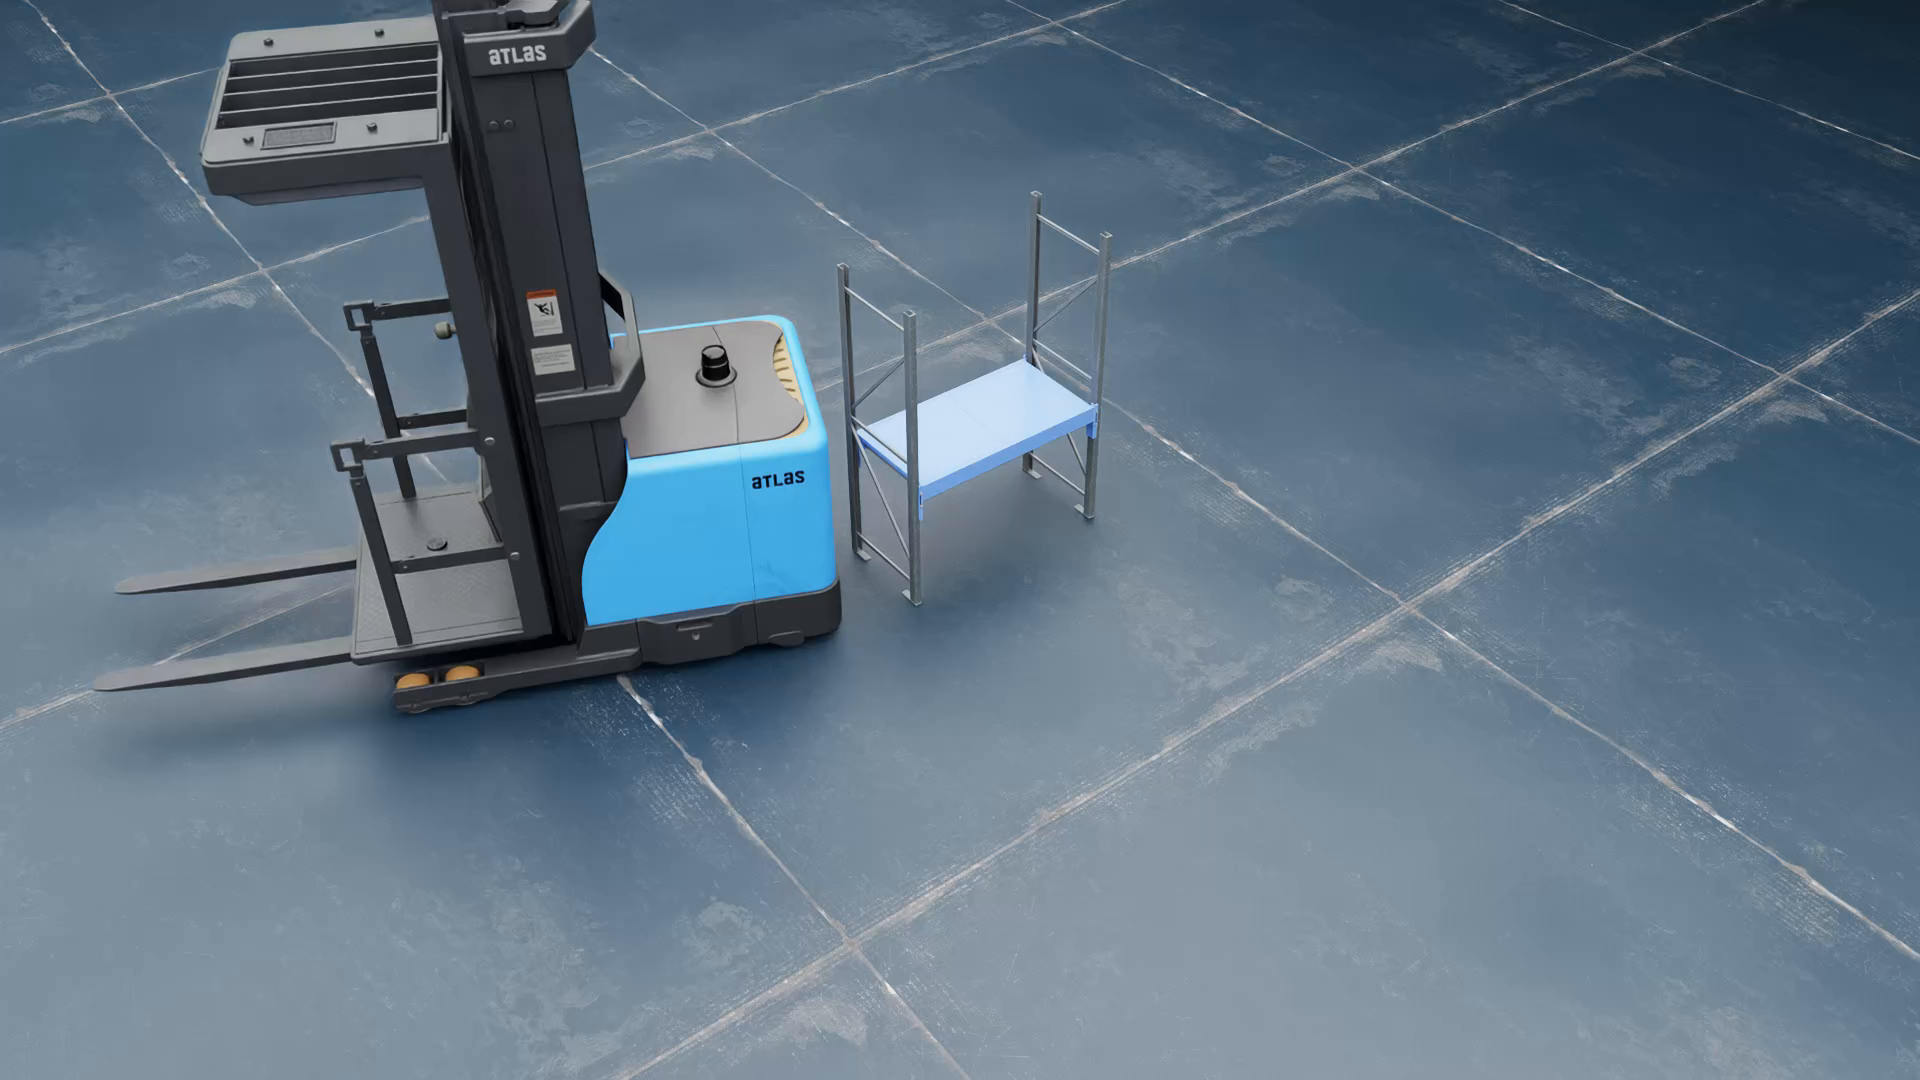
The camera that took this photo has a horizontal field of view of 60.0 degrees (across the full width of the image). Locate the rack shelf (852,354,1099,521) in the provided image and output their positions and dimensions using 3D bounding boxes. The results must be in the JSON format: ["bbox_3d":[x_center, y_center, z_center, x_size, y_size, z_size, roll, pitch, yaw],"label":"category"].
[{"bbox_3d":[0.068,-0.474,7.429,1.000,0.185,0.538,-26,46,-28],"label":"rack shelf"}]

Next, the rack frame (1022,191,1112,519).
[{"bbox_3d":[0.471,-0.809,7.554,0.032,1.500,0.500,-26,46,-28],"label":"rack frame"}]

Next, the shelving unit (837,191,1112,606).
[{"bbox_3d":[0.068,-0.613,7.315,1.048,1.500,0.538,-26,46,-28],"label":"shelving unit"}]

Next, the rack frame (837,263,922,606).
[{"bbox_3d":[-0.335,-0.416,7.075,0.032,1.500,0.500,-26,46,-28],"label":"rack frame"}]

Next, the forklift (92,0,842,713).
[{"bbox_3d":[-2.086,-0.789,6.400,3.031,2.935,1.130,-9,40,-10],"label":"forklift"}]
